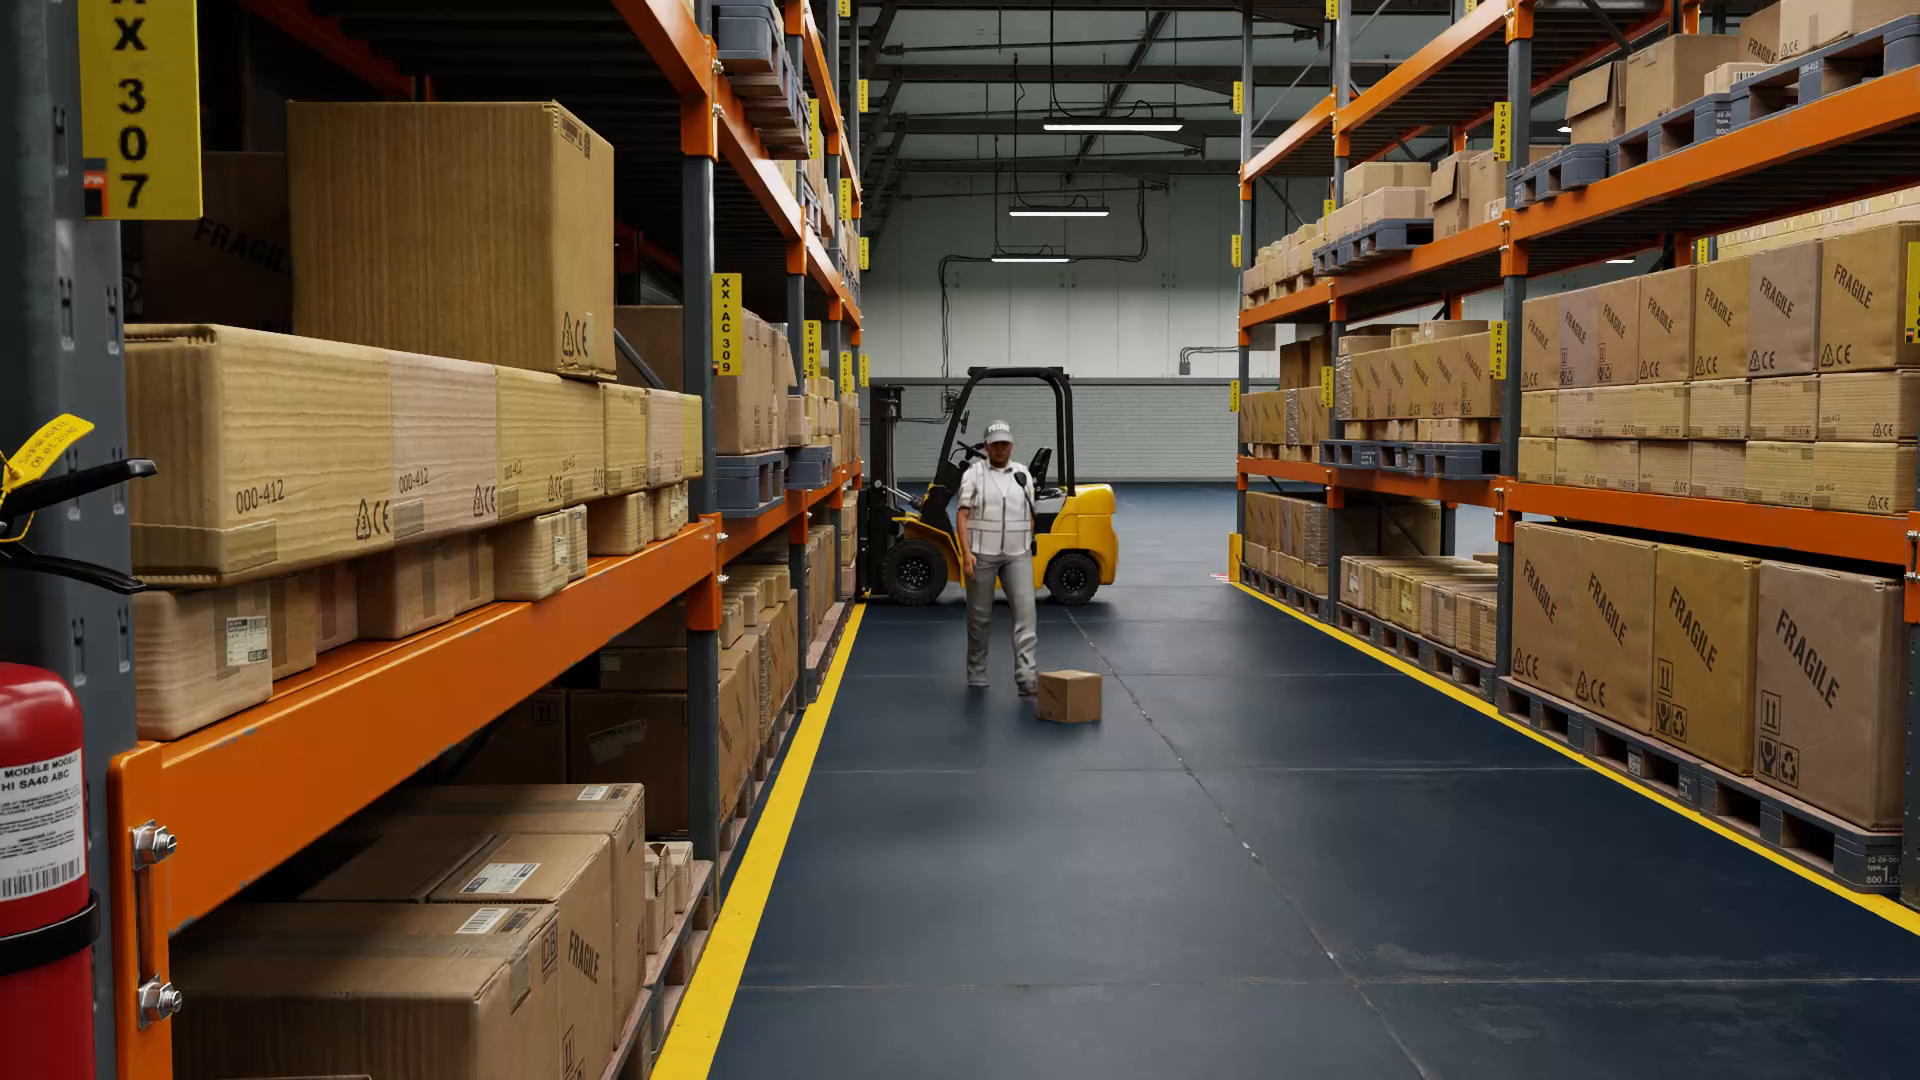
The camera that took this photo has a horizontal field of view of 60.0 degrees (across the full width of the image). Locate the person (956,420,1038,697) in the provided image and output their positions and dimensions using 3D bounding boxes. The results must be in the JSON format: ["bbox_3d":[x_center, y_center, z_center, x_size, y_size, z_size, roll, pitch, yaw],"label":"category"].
[{"bbox_3d":[0.233,0.104,9.881,0.495,1.627,0.847,-1,4,-7],"label":"person"}]
